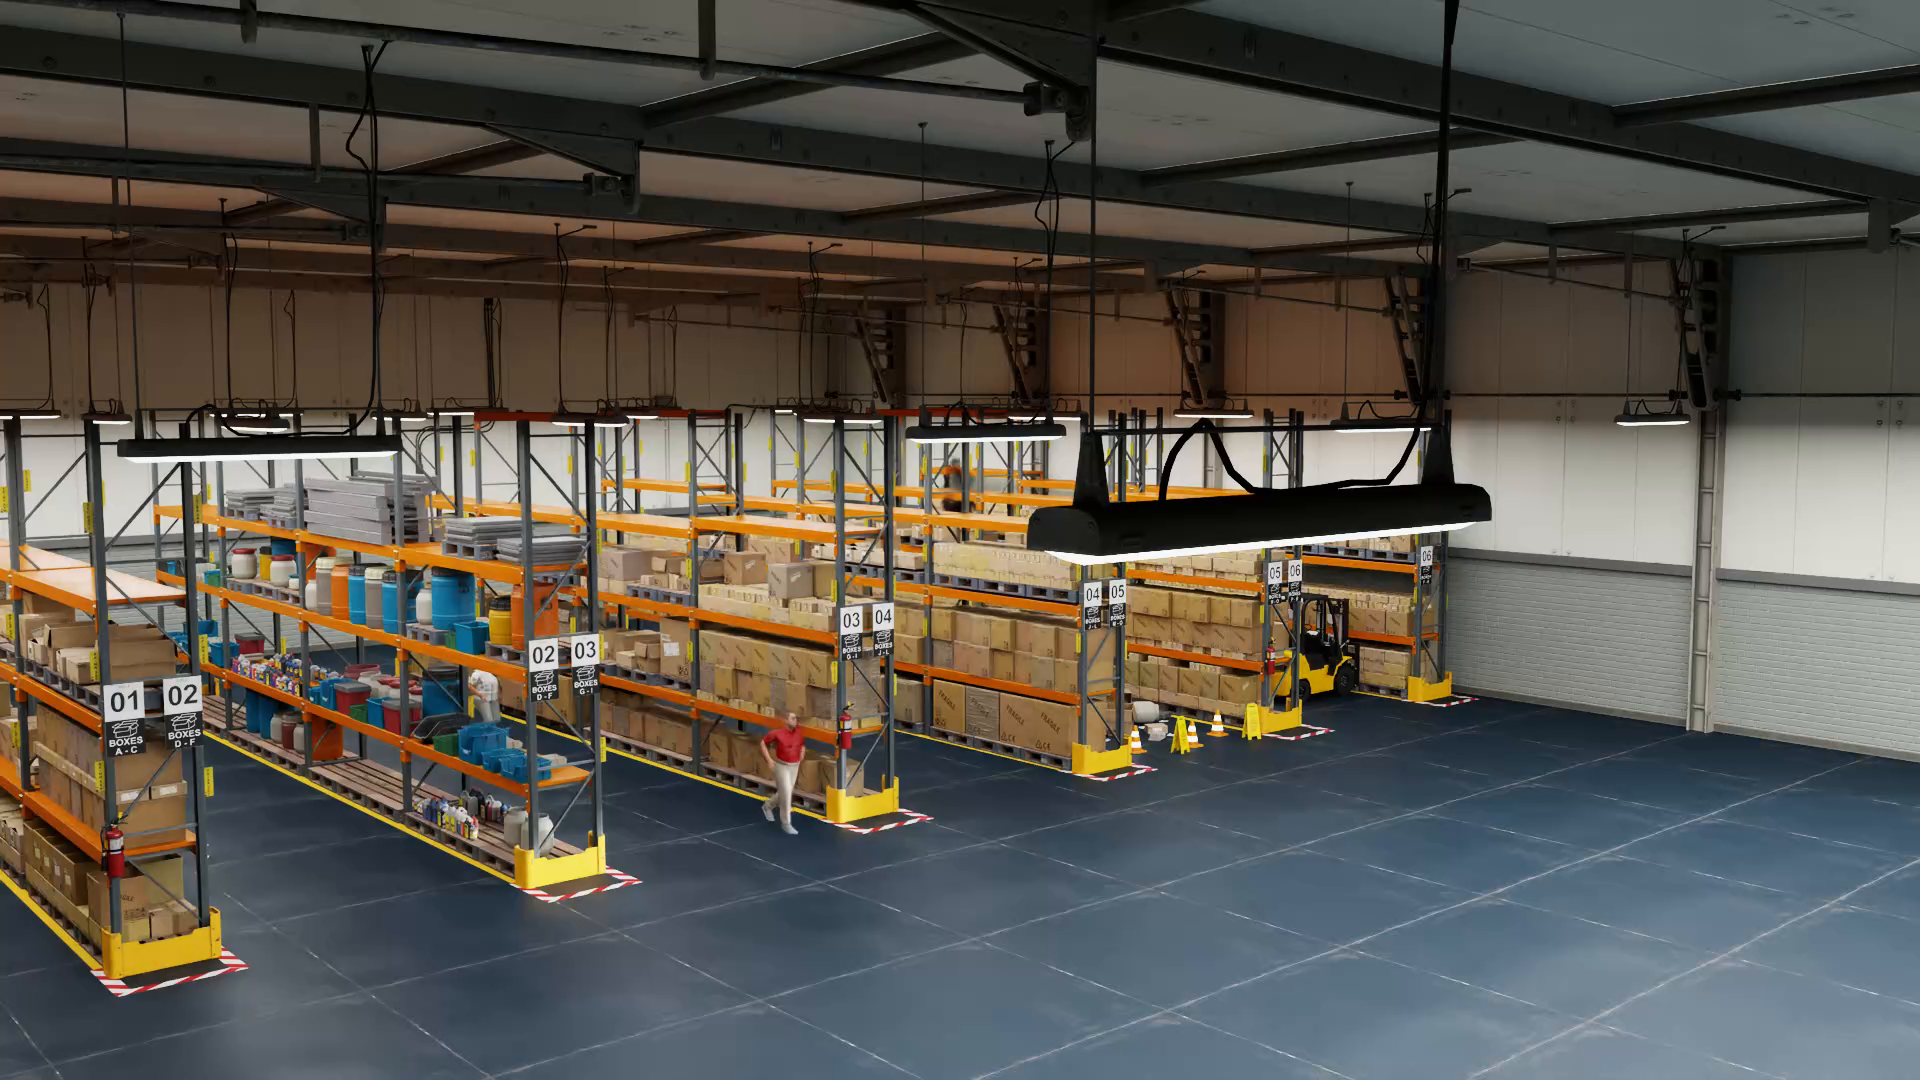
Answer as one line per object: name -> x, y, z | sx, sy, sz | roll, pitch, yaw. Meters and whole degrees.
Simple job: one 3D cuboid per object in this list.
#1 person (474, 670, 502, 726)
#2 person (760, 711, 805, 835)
person -> -8.516, 2.965, 29.990 | 0.415, 1.337, 0.451 | 5, 7, 42
person -> -2.548, 3.367, 24.277 | 0.894, 1.747, 0.686 | 5, 7, 43
